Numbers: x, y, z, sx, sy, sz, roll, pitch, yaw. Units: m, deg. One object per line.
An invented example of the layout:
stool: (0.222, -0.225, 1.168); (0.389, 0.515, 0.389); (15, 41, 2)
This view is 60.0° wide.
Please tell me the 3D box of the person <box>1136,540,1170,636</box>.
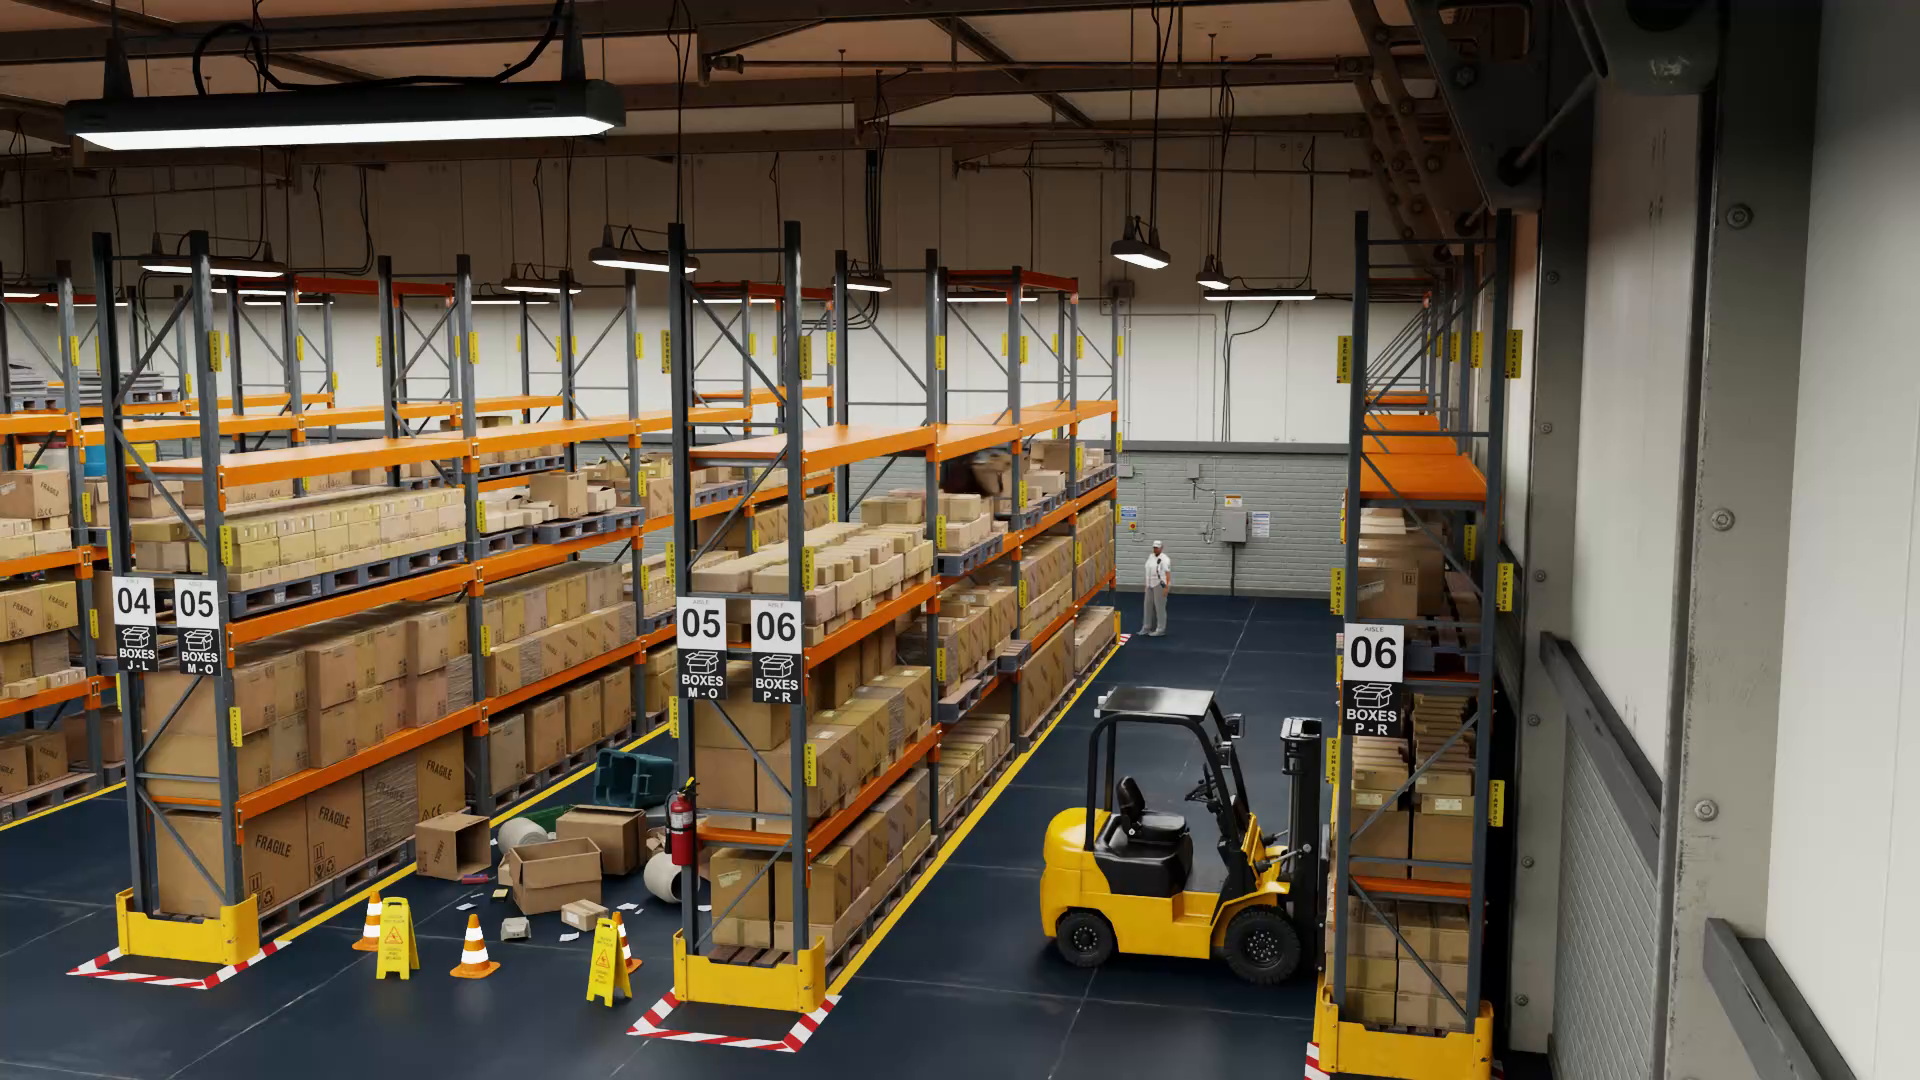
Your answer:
person: (3.384, 0.843, 28.863); (0.469, 1.692, 0.552); (-3, 8, -26)
